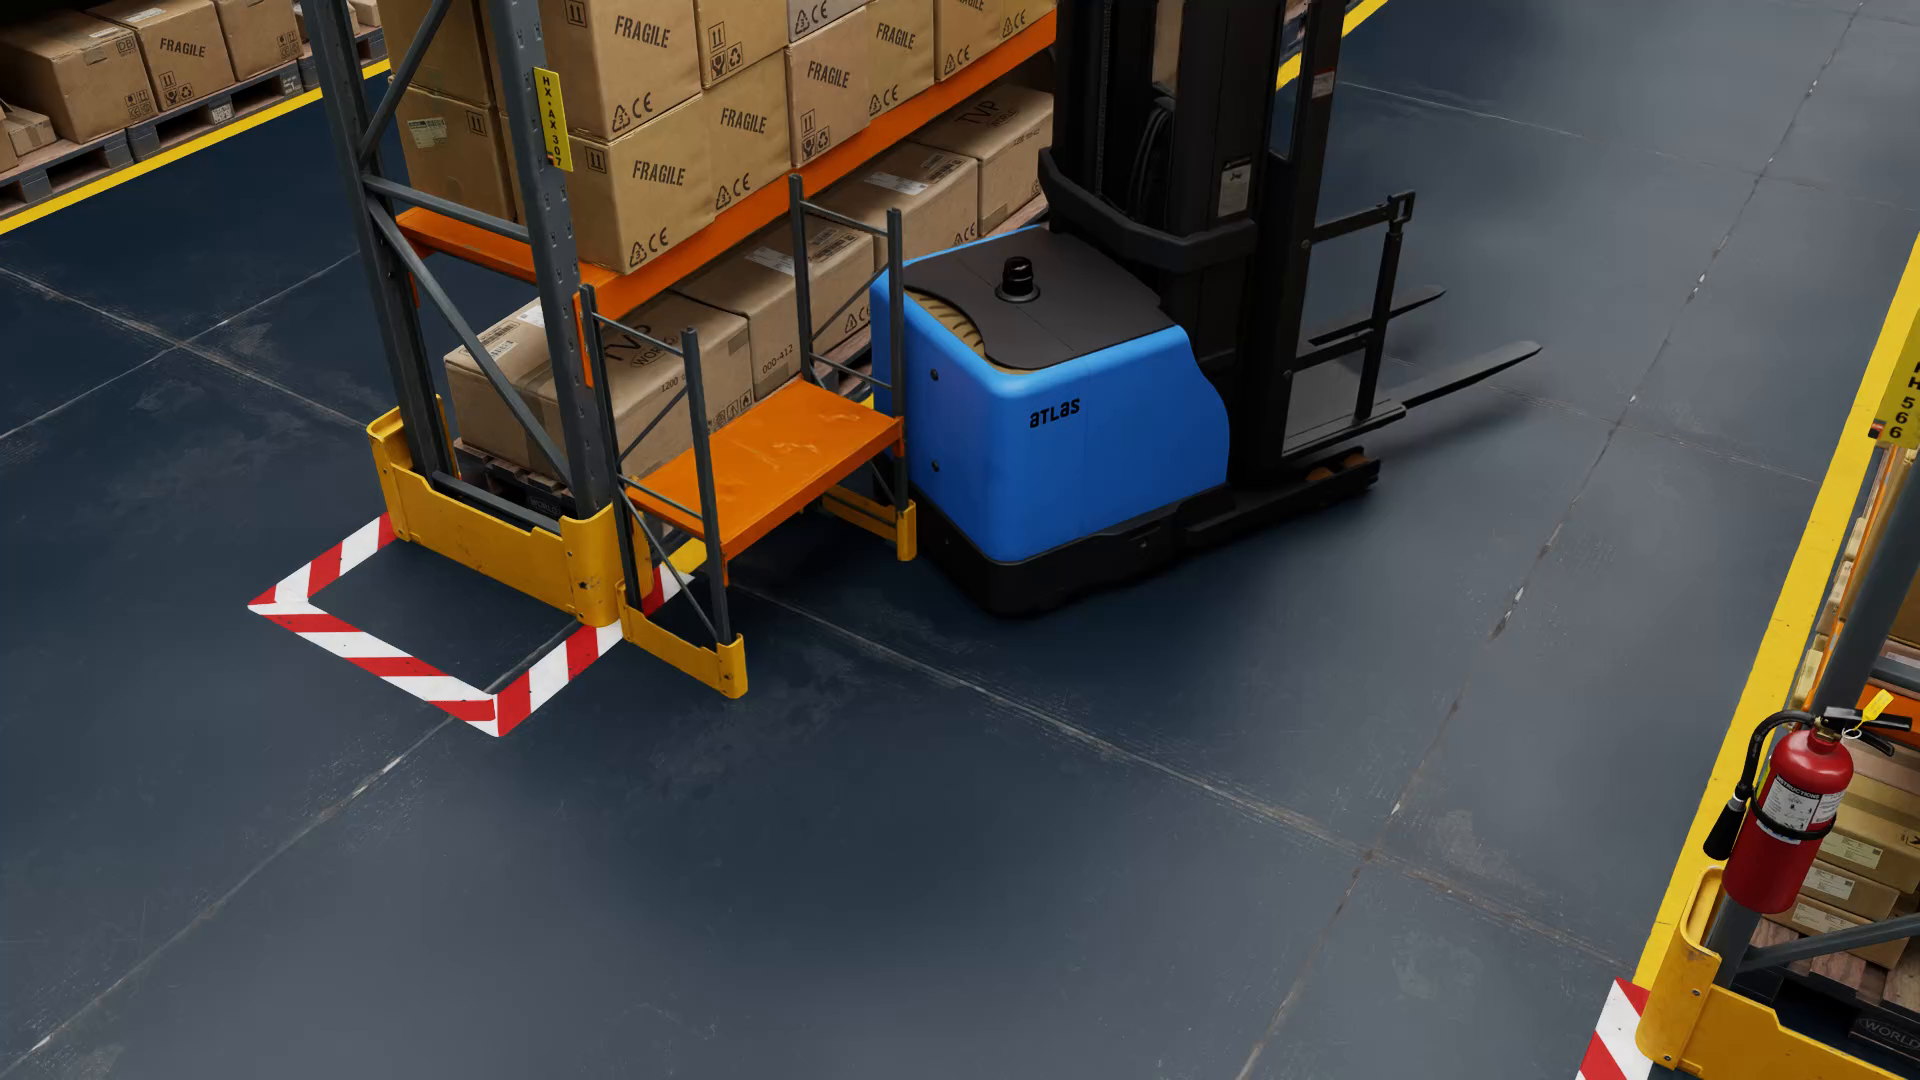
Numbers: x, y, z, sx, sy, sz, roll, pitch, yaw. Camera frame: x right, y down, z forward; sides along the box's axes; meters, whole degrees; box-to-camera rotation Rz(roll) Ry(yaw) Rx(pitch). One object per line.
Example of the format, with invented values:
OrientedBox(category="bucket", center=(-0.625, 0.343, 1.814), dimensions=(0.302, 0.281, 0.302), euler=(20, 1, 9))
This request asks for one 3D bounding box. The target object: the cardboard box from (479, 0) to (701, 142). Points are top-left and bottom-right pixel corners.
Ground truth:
OrientedBox(category="cardboard box", center=(-1.247, -1.721, 5.625), dimensions=(0.500, 0.500, 0.500), euler=(20, 42, 24))

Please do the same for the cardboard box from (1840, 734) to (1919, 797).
OrientedBox(category="cardboard box", center=(2.742, 0.696, 4.894), dimensions=(0.380, 0.149, 0.250), euler=(22, 43, 26))

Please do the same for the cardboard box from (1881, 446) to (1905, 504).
OrientedBox(category="cardboard box", center=(2.793, -0.301, 4.358), dimensions=(0.500, 0.500, 0.500), euler=(20, 42, 24))

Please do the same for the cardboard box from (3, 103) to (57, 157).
OrientedBox(category="cardboard box", center=(-5.270, -2.281, 9.243), dimensions=(0.380, 0.149, 0.250), euler=(19, 42, 23))

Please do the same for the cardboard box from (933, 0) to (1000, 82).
OrientedBox(category="cardboard box", center=(-0.162, -2.379, 7.297), dimensions=(0.500, 0.500, 0.500), euler=(21, 42, 24))

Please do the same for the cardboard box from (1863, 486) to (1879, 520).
OrientedBox(category="cardboard box", center=(3.505, -0.020, 6.067), dimensions=(0.380, 0.149, 0.250), euler=(21, 42, 25))

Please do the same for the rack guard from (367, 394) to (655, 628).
OrientedBox(category="rack guard", center=(-1.757, -0.129, 6.508), dimensions=(1.175, 0.500, 0.348), euler=(21, 42, 25))

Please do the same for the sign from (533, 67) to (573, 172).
OrientedBox(category="sign", center=(-1.279, -1.321, 5.233), dimensions=(0.100, 0.325, 0.005), euler=(21, 42, 25))

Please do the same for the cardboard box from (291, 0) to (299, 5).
OrientedBox(category="cardboard box", center=(-4.348, -3.653, 10.890), dimensions=(0.500, 0.311, 0.500), euler=(23, 43, 27))

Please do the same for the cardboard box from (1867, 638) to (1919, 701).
OrientedBox(category="cardboard box", center=(2.425, 0.275, 4.142), dimensions=(0.380, 0.149, 0.250), euler=(21, 42, 25))

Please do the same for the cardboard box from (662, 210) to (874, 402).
OrientedBox(category="cardboard box", center=(-0.992, -1.130, 7.514), dimensions=(0.875, 0.438, 0.875), euler=(22, 43, 26))

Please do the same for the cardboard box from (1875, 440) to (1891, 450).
OrientedBox(category="cardboard box", center=(4.023, -0.444, 6.860), dimensions=(0.380, 0.149, 0.250), euler=(22, 43, 26))

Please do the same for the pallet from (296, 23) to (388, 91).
OrientedBox(category="pallet", center=(-4.163, -3.357, 10.932), dimensions=(1.003, 0.211, 1.213), euler=(21, 42, 25))

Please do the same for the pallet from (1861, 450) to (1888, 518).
OrientedBox(category="pallet", center=(4.302, -0.164, 6.790), dimensions=(1.003, 0.211, 1.213), euler=(21, 42, 25))

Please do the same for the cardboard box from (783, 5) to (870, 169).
OrientedBox(category="cardboard box", center=(-0.710, -1.851, 6.612), dimensions=(0.500, 0.500, 0.500), euler=(21, 42, 25))

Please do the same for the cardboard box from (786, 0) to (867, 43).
OrientedBox(category="cardboard box", center=(-0.707, -2.258, 6.321), dimensions=(0.500, 0.500, 0.500), euler=(21, 42, 25))

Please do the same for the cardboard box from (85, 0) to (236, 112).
OrientedBox(category="cardboard box", center=(-4.671, -2.881, 9.734), dimensions=(0.500, 0.500, 0.500), euler=(22, 43, 26))

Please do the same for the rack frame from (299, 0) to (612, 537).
OrientedBox(category="rack frame", center=(-1.745, -1.131, 5.761), dimensions=(1.000, 3.000, 0.127), euler=(21, 42, 25))

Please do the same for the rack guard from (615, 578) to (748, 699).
OrientedBox(category="rack guard", center=(-1.021, 0.354, 6.086), dimensions=(0.587, 0.250, 0.087), euler=(25, 44, 28))

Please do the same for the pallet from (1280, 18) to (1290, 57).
OrientedBox(category="pallet", center=(1.401, -3.143, 10.654), dimensions=(1.003, 0.211, 1.213), euler=(21, 42, 25))

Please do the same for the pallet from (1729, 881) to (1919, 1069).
OrientedBox(category="pallet", center=(2.995, 1.094, 5.158), dimensions=(1.003, 0.211, 1.213), euler=(21, 42, 25))

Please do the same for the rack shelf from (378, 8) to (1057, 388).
OrientedBox(category="rack shelf", center=(-0.673, -1.877, 7.318), dimensions=(1.077, 0.370, 4.000), euler=(21, 42, 25))

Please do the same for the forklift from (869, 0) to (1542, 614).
OrientedBox(category="forklift", center=(1.166, -1.552, 6.362), dimensions=(3.031, 2.935, 1.130), euler=(-20, 42, -24))

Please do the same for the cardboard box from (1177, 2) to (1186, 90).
OrientedBox(category="cardboard box", center=(1.141, -3.332, 10.012), dimensions=(0.875, 0.875, 0.875), euler=(22, 43, 26))

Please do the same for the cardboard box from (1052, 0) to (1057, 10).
OrientedBox(category="cardboard box", center=(0.366, -2.910, 7.986), dimensions=(0.500, 0.500, 0.500), euler=(22, 43, 26))

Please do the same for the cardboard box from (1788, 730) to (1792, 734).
OrientedBox(category="cardboard box", center=(2.808, 0.647, 5.201), dimensions=(0.380, 0.149, 0.250), euler=(19, 42, 23))

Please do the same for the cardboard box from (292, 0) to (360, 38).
OrientedBox(category="cardboard box", center=(-4.036, -3.331, 10.510), dimensions=(0.396, 0.266, 0.258), euler=(23, 43, 27))

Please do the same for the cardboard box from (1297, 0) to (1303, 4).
OrientedBox(category="cardboard box", center=(2.101, -4.251, 11.204), dimensions=(0.875, 0.875, 0.875), euler=(21, 42, 25))

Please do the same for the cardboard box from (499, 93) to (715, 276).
OrientedBox(category="cardboard box", center=(-1.245, -1.324, 5.929), dimensions=(0.500, 0.500, 0.500), euler=(21, 42, 25))

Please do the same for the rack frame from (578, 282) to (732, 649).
OrientedBox(category="rack frame", center=(-1.021, -0.140, 5.703), dimensions=(0.500, 1.500, 0.032), euler=(25, 44, 28))

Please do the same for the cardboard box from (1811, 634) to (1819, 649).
OrientedBox(category="cardboard box", center=(3.067, 0.502, 5.633), dimensions=(0.380, 0.149, 0.250), euler=(19, 42, 23))

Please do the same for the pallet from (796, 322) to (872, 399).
OrientedBox(category="pallet", center=(-0.728, -1.091, 7.992), dimensions=(1.003, 0.211, 1.213), euler=(21, 42, 25))

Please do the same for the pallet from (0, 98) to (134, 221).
OrientedBox(category="pallet", center=(-5.471, -2.099, 9.300), dimensions=(1.003, 0.211, 1.213), euler=(21, 42, 25))

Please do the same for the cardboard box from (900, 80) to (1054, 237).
OrientedBox(category="cardboard box", center=(-0.028, -2.056, 8.715), dimensions=(0.875, 0.438, 0.875), euler=(21, 42, 24))

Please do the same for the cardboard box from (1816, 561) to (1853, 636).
OrientedBox(category="cardboard box", center=(3.063, 0.252, 5.470), dimensions=(0.380, 0.149, 0.250), euler=(23, 43, 27))

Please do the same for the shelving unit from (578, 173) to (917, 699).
OrientedBox(category="shelving unit", center=(-0.722, -0.384, 6.020), dimensions=(0.587, 1.500, 1.083), euler=(25, 44, 28))

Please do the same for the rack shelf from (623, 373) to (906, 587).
OrientedBox(category="rack shelf", center=(-0.717, -0.246, 6.135), dimensions=(0.538, 0.185, 1.000), euler=(25, 44, 28))

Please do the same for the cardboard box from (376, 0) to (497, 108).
OrientedBox(category="cardboard box", center=(-1.687, -1.893, 5.848), dimensions=(0.500, 0.500, 0.500), euler=(23, 43, 27))
